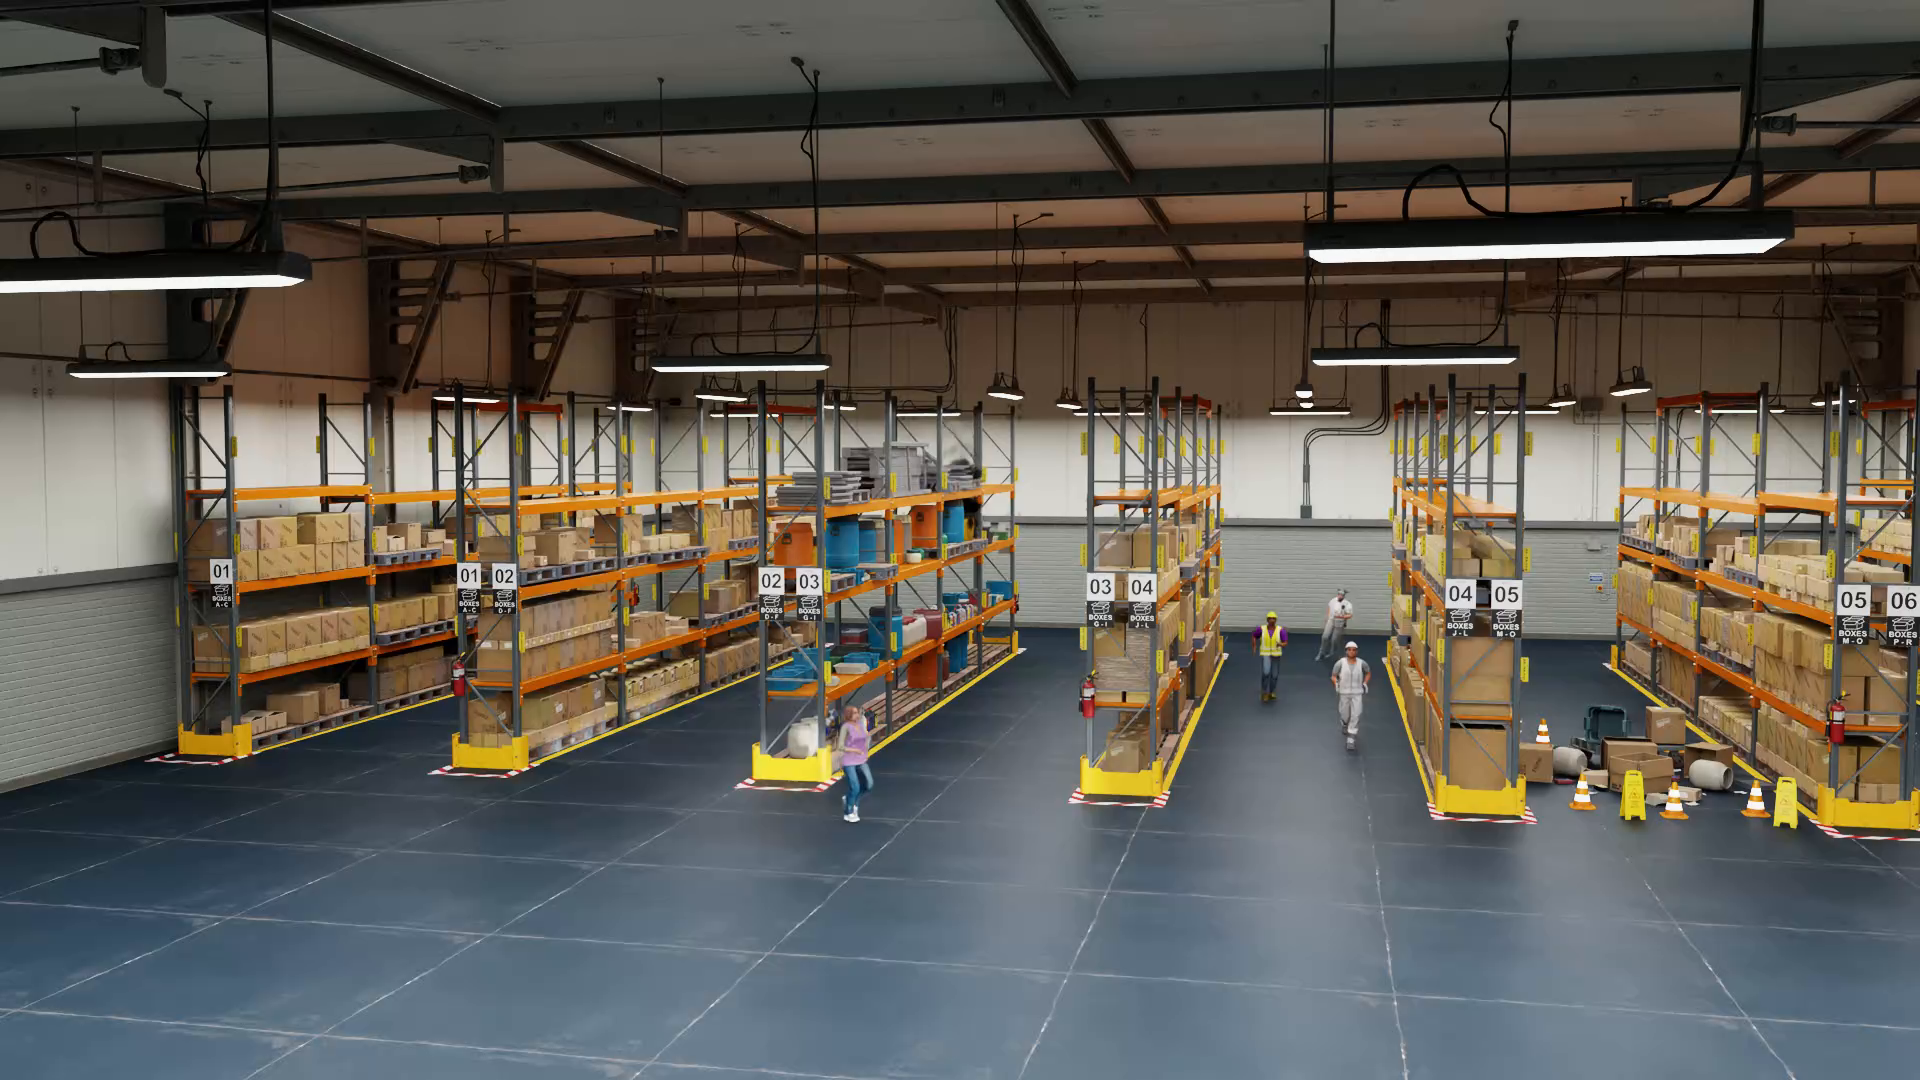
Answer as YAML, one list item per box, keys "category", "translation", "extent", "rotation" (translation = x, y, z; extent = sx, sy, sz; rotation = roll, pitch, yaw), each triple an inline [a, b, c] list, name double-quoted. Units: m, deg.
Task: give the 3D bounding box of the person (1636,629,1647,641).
- category: "person"
  translation: [15.925, 2.065, 38.680]
  extent: [0.755, 1.701, 0.700]
  rotation: [3, 4, 43]

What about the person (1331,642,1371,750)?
- category: "person"
  translation: [6.529, 2.573, 27.732]
  extent: [0.654, 1.759, 0.814]
  rotation: [1, 3, 10]

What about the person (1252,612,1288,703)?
- category: "person"
  translation: [6.090, 2.299, 32.617]
  extent: [0.672, 1.785, 0.720]
  rotation: [0, 3, 4]

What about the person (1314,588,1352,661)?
- category: "person"
  translation: [8.791, 1.993, 38.990]
  extent: [0.854, 1.762, 0.723]
  rotation: [2, 4, 28]

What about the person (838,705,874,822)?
- category: "person"
  translation: [-1.366, 2.976, 22.118]
  extent: [0.532, 1.556, 0.525]
  rotation: [3, 4, 44]
